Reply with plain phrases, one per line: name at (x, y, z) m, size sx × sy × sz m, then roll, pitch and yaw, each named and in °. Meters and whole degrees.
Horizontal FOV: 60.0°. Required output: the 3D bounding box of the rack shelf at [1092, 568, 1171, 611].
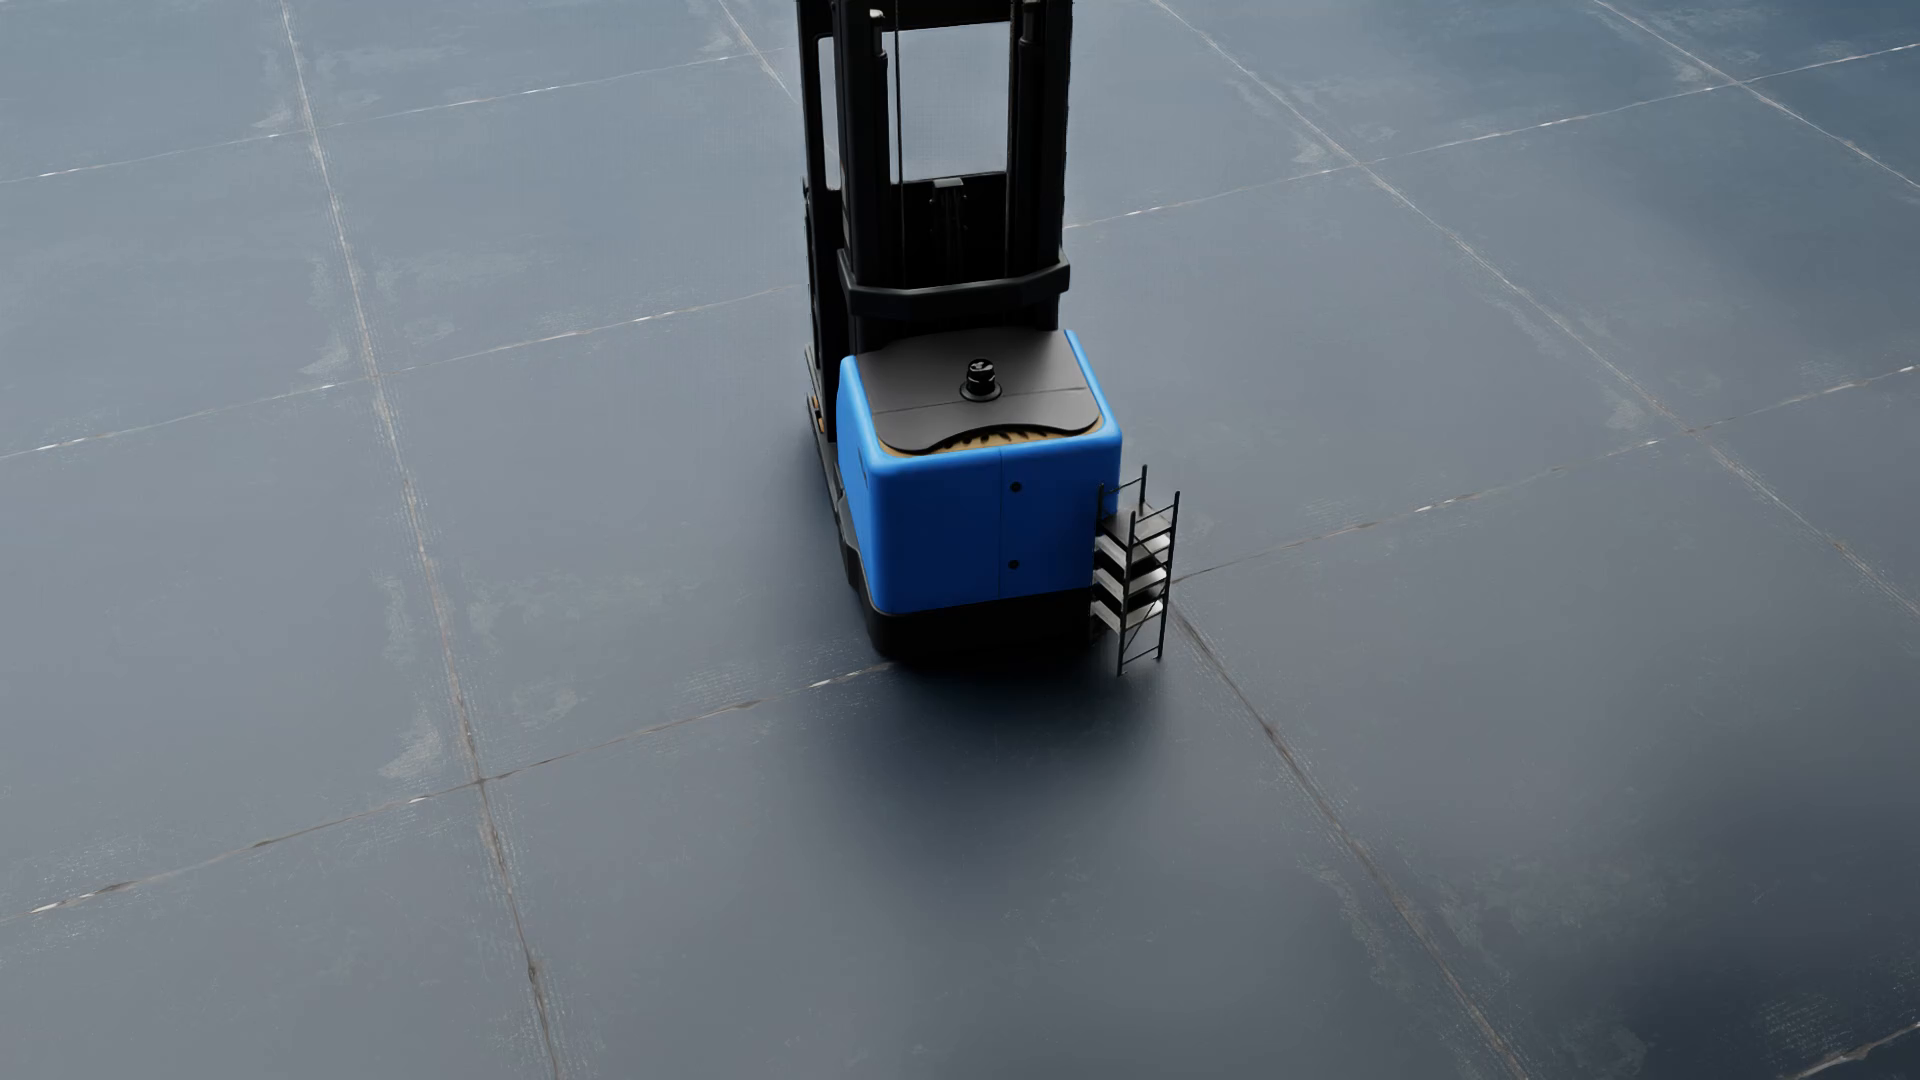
rack shelf at (0.704, 0.162, 6.841) m, size 0.258 × 0.077 × 0.200 m, roll -24°, pitch 46°, yaw -25°

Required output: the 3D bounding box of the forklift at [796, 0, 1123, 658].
forklift at (-0.146, -1.585, 7.264) m, size 1.130 × 2.935 × 3.031 m, roll -8°, pitch 41°, yaw -9°

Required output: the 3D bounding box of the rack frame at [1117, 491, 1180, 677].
rack frame at (0.761, 0.192, 6.755) m, size 0.240 × 0.900 × 0.006 m, roll -24°, pitch 46°, yaw -25°

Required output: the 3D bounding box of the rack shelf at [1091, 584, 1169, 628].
rack shelf at (0.704, 0.231, 6.899) m, size 0.258 × 0.077 × 0.200 m, roll -24°, pitch 46°, yaw -25°

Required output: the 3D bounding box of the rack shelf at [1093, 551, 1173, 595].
rack shelf at (0.704, 0.094, 6.782) m, size 0.258 × 0.077 × 0.200 m, roll -24°, pitch 46°, yaw -25°

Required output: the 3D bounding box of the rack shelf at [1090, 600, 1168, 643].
rack shelf at (0.704, 0.299, 6.958) m, size 0.258 × 0.077 × 0.200 m, roll -24°, pitch 46°, yaw -25°

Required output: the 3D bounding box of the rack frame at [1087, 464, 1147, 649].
rack frame at (0.647, 0.082, 6.883) m, size 0.240 × 0.900 × 0.006 m, roll -24°, pitch 46°, yaw -25°

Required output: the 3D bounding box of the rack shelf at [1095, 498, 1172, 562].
rack shelf at (0.704, -0.042, 6.665) m, size 0.258 × 0.077 × 0.200 m, roll -24°, pitch 46°, yaw -25°

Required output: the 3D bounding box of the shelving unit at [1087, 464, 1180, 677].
shelving unit at (0.704, 0.137, 6.819) m, size 0.258 × 0.900 × 0.210 m, roll -24°, pitch 46°, yaw -25°

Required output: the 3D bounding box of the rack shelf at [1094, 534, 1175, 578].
rack shelf at (0.704, 0.026, 6.723) m, size 0.258 × 0.077 × 0.200 m, roll -24°, pitch 46°, yaw -25°
